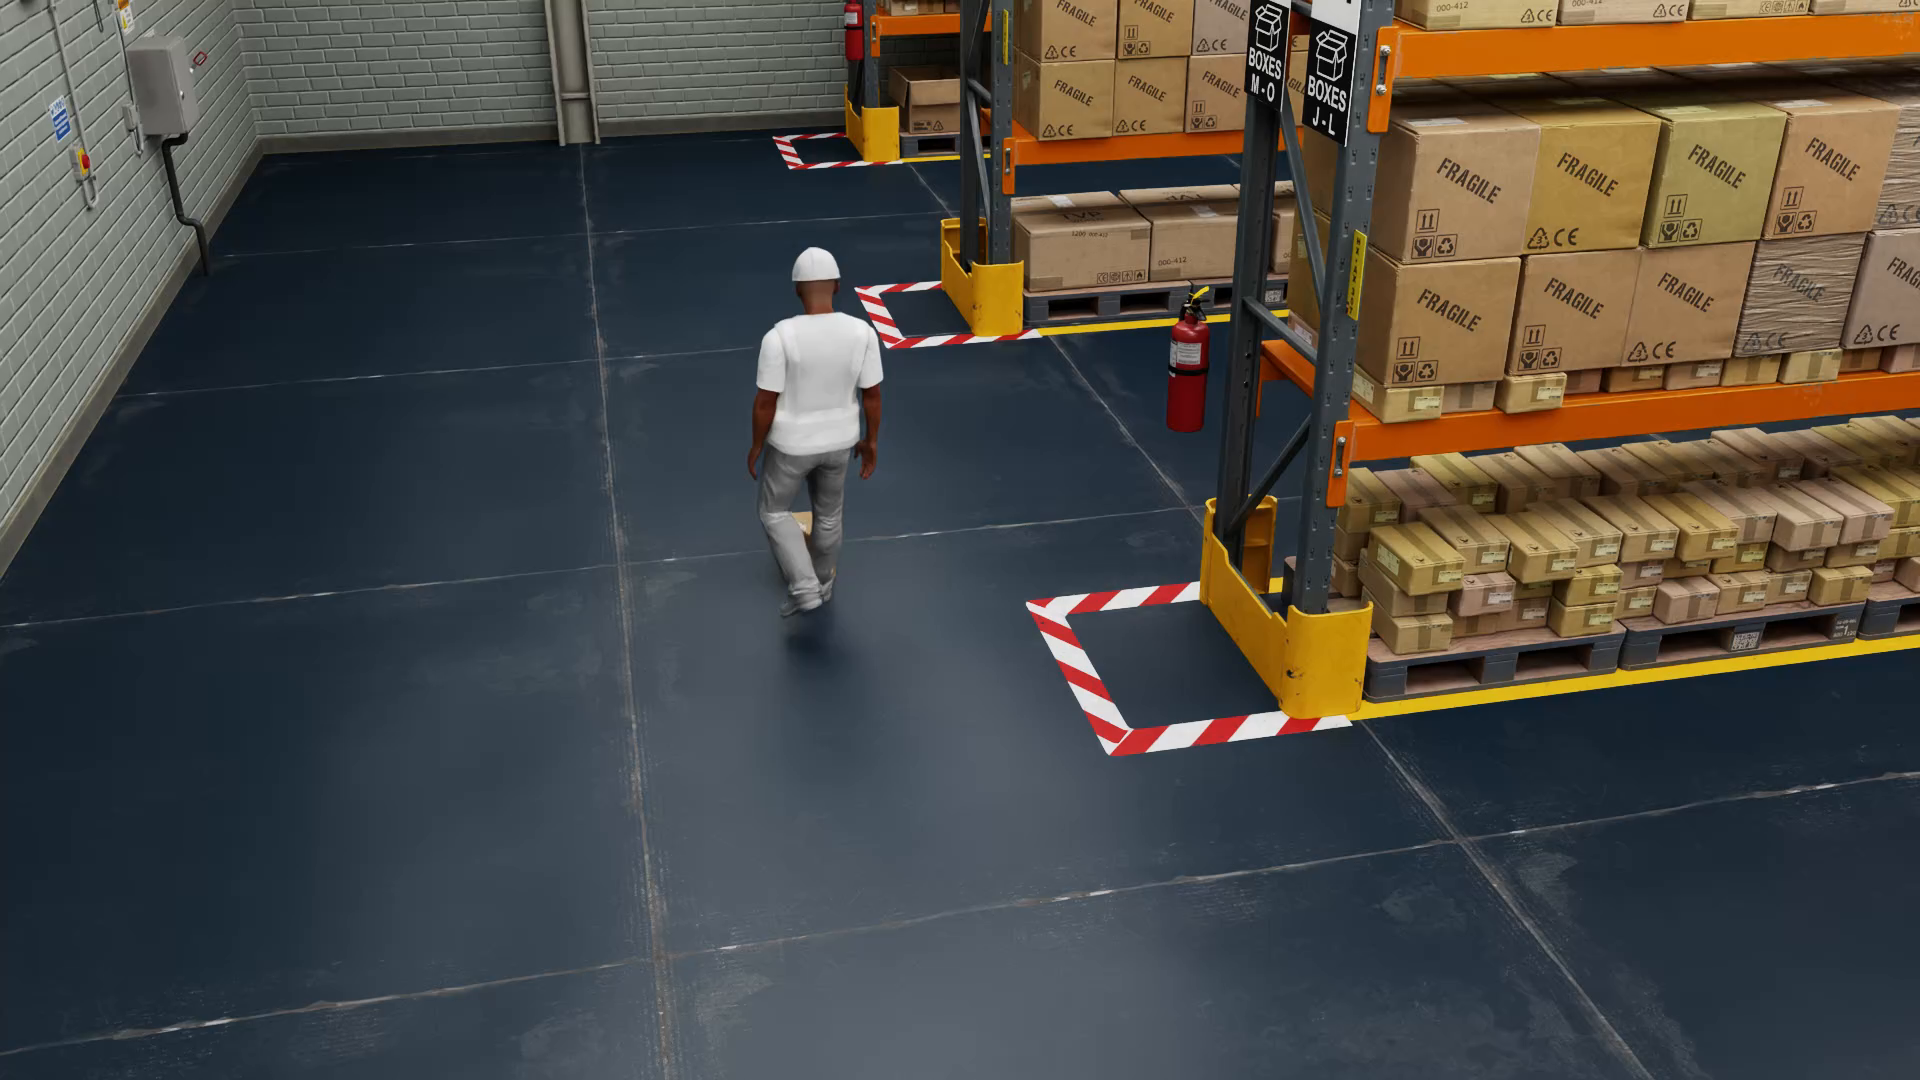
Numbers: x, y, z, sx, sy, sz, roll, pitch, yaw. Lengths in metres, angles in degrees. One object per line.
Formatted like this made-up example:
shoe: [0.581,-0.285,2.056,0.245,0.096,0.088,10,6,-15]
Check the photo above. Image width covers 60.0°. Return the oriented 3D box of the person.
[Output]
person: [-0.679,-0.467,7.490,0.604,1.766,0.672,-11,29,-21]
